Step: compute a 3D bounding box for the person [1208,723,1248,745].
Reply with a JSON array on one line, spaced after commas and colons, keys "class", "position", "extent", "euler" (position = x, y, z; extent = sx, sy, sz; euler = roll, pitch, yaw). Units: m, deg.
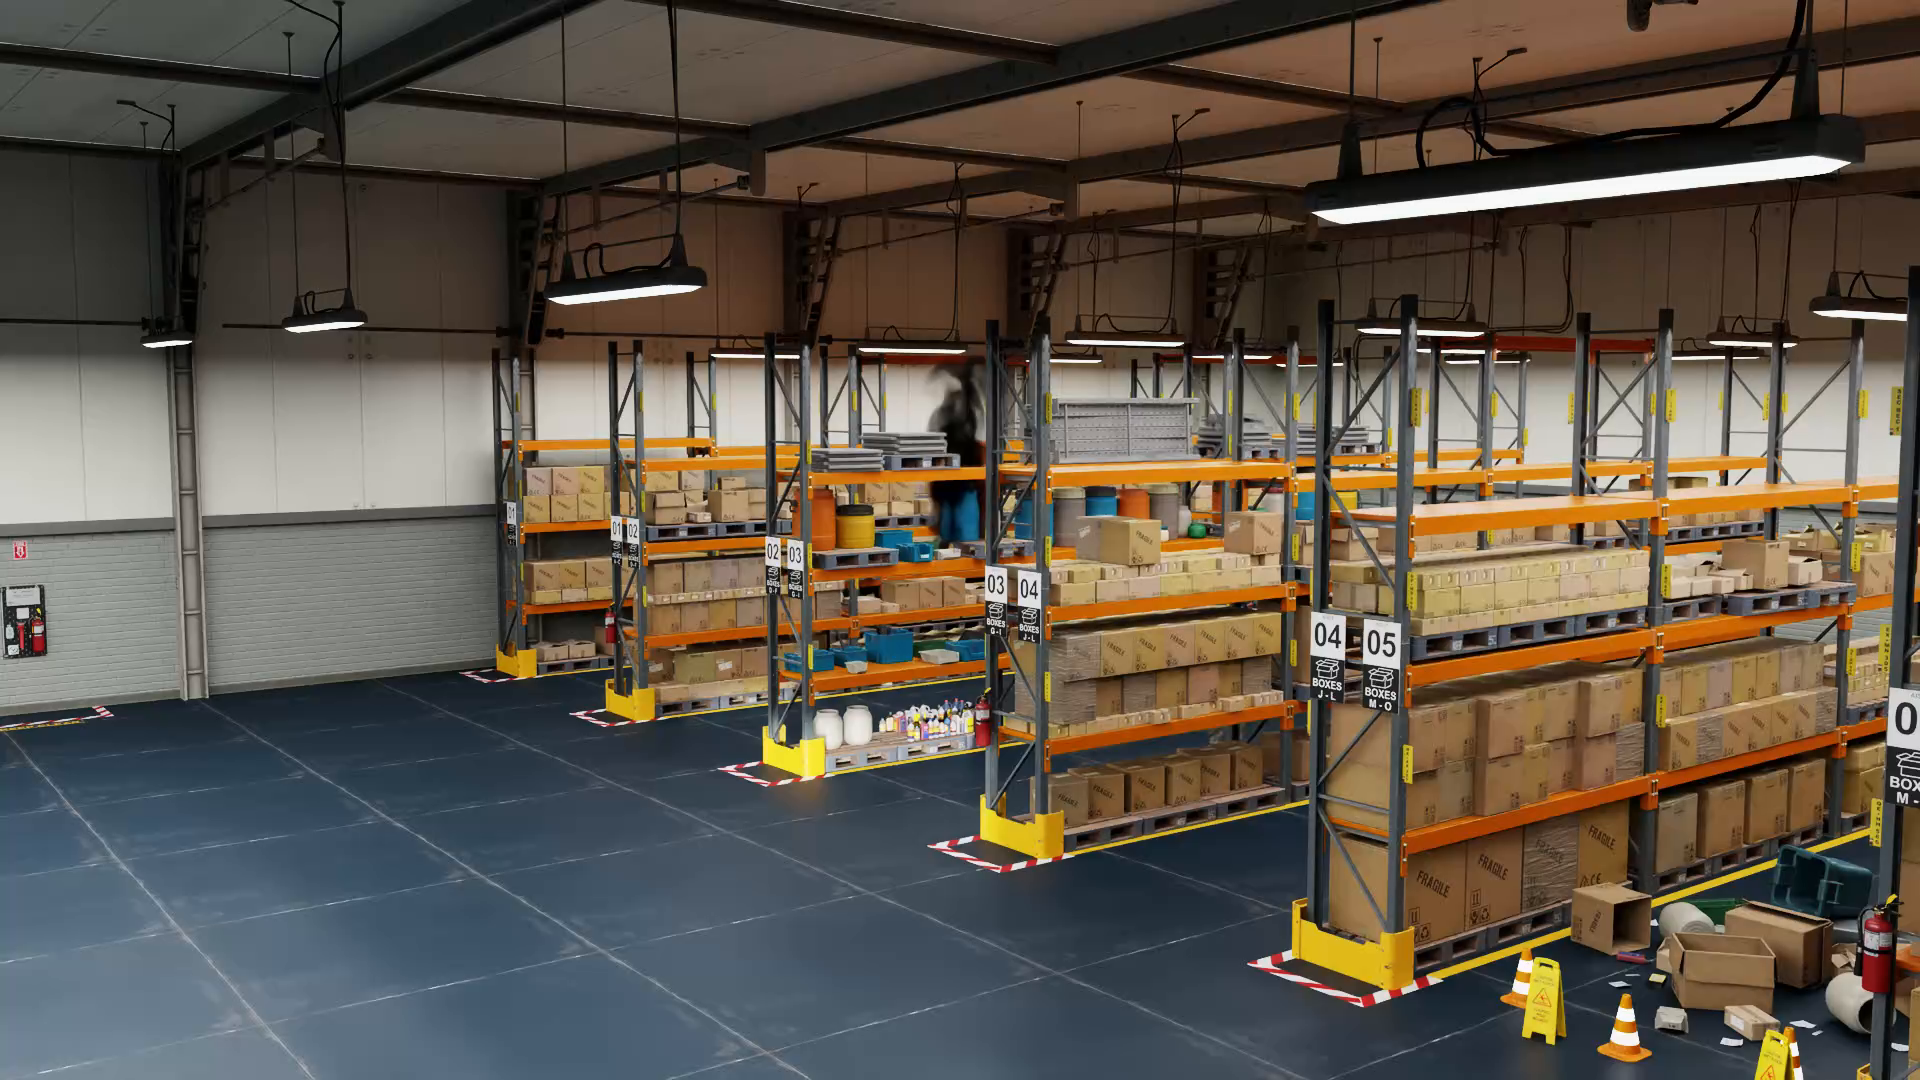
[{"class": "person", "position": [3.720, 2.088, 23.361], "extent": [0.888, 1.688, 0.559], "euler": [-4, 6, -38]}]

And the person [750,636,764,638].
[{"class": "person", "position": [-3.653, 1.649, 30.451], "extent": [0.714, 1.696, 0.791], "euler": [4, 7, 41]}]
